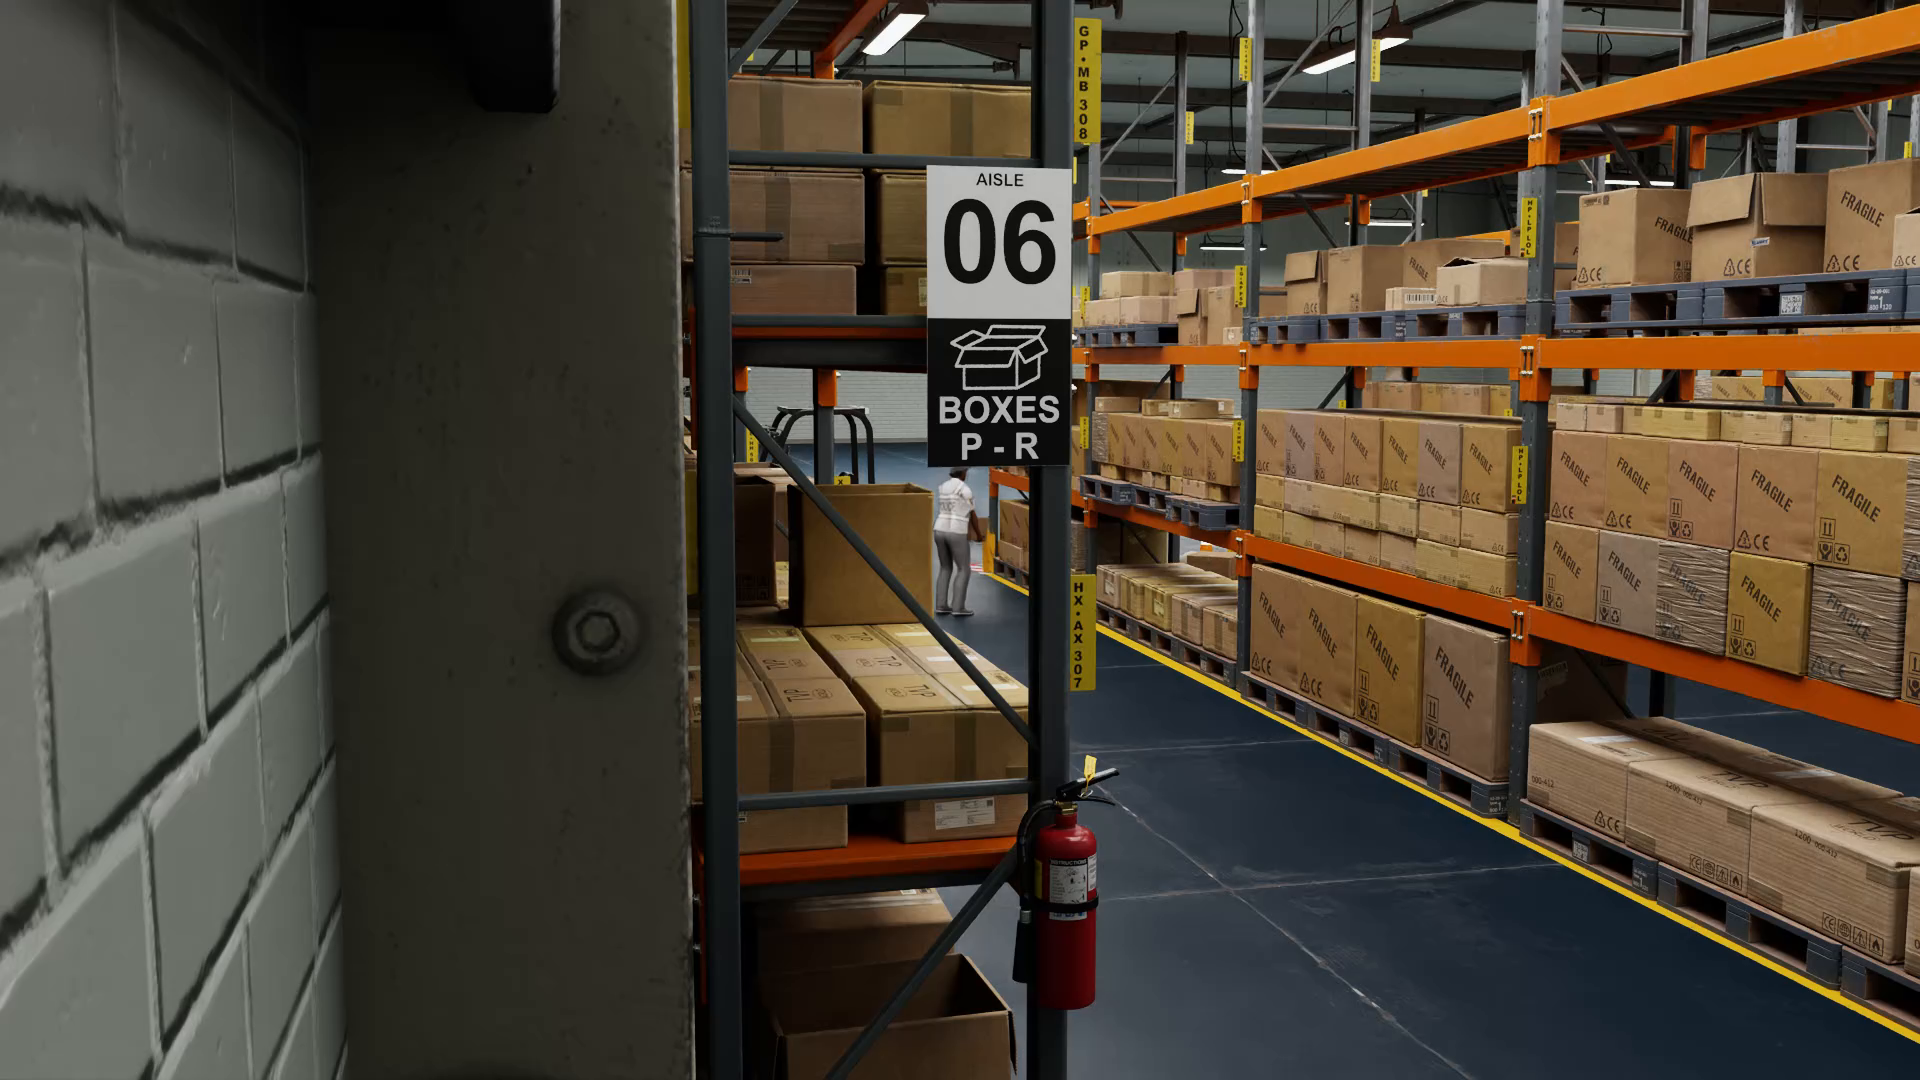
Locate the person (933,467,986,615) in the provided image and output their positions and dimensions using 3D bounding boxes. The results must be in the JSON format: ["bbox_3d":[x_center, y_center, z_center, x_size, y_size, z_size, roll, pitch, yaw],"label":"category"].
[{"bbox_3d":[-0.020,-0.042,17.609,0.415,1.663,0.547,6,8,42],"label":"person"}]
